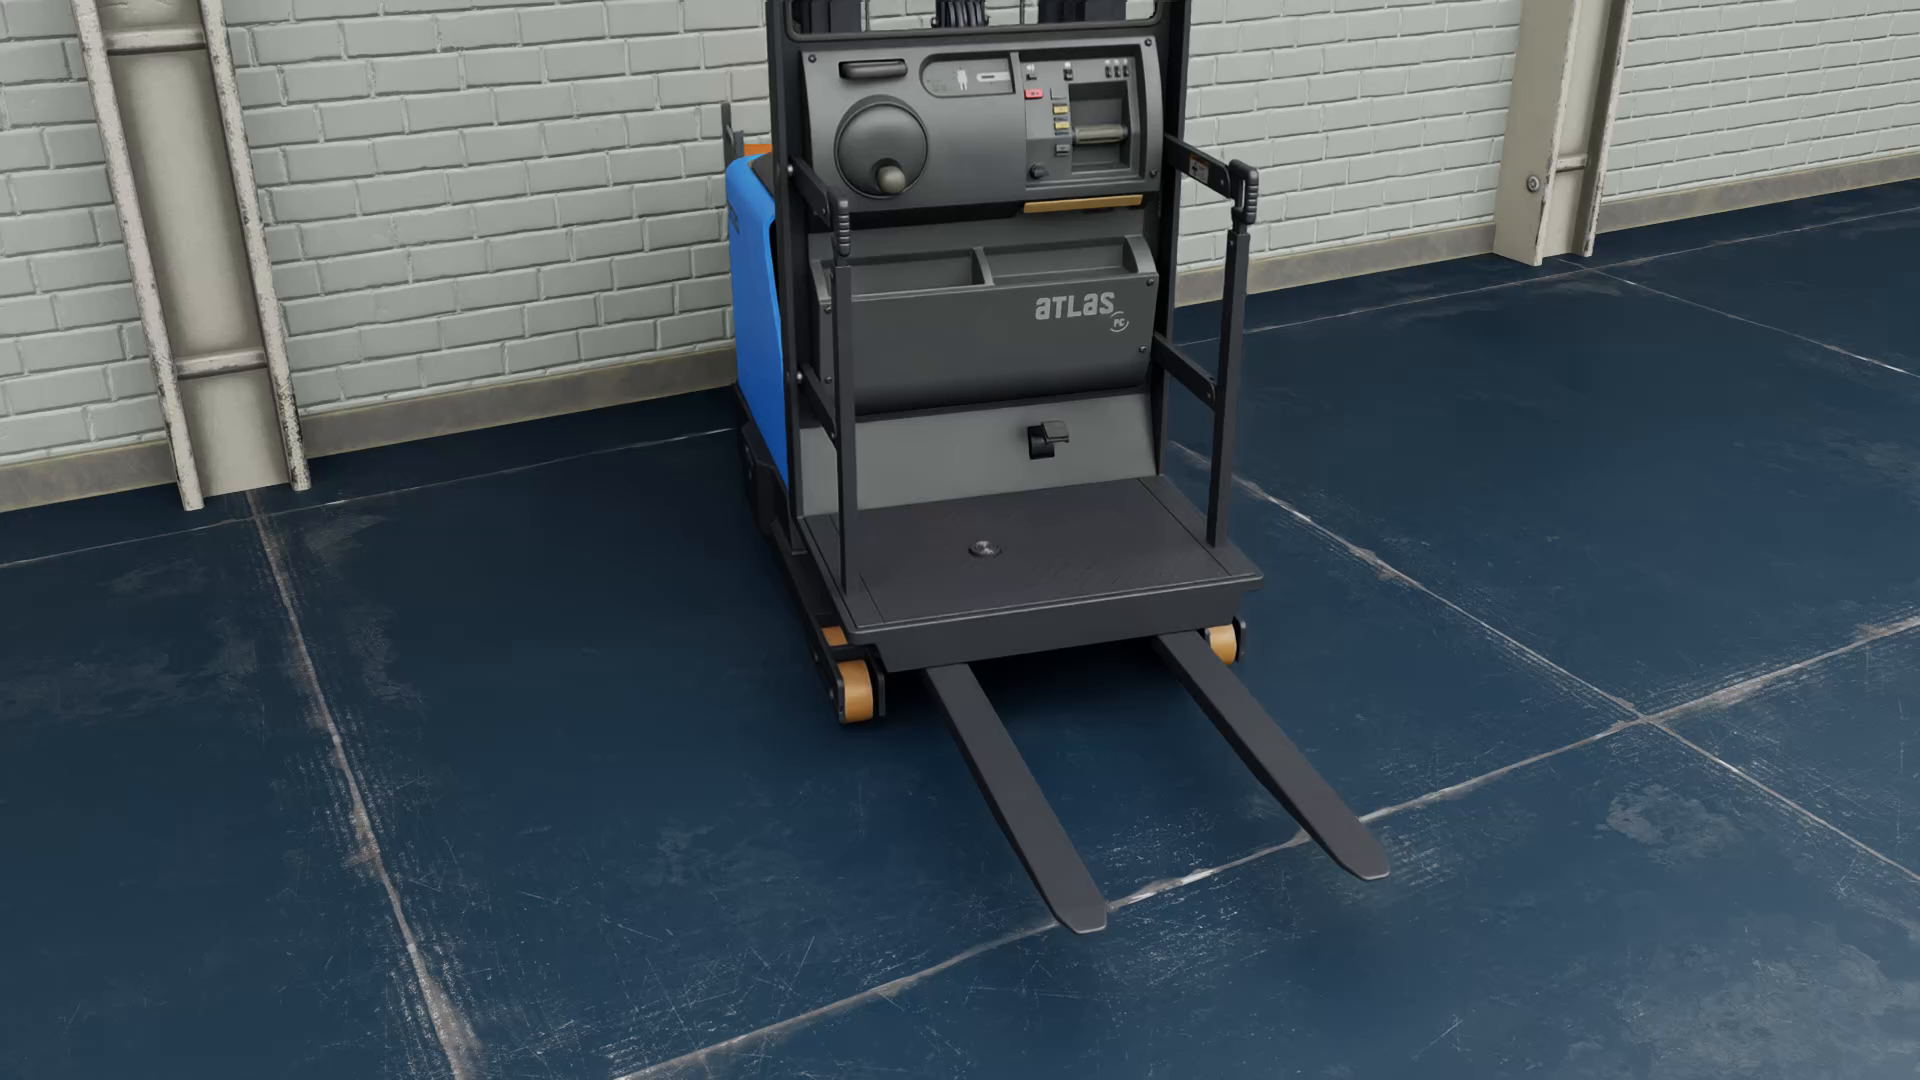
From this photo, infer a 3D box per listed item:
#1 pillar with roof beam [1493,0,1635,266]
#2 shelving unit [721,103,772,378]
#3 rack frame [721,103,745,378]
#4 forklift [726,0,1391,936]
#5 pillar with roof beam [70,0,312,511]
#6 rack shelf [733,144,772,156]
[{"bbox_3d":[4.885,-3.828,2.827,0.400,9.000,9.100,-13,29,-25],"label":"pillar with roof beam"},{"bbox_3d":[-0.278,-0.975,5.981,1.048,1.125,0.538,-5,26,-11],"label":"shelving unit"},{"bbox_3d":[-0.775,-0.928,5.883,0.032,1.125,0.500,-5,26,-11],"label":"rack frame"},{"bbox_3d":[0.129,-1.039,4.027,1.130,2.935,3.031,-7,27,-14],"label":"forklift"},{"bbox_3d":[-0.410,-2.606,0.281,0.400,9.000,9.100,-13,29,-25],"label":"pillar with roof beam"},{"bbox_3d":[-0.278,-1.239,5.854,1.000,0.278,0.538,-5,26,-11],"label":"rack shelf"}]
